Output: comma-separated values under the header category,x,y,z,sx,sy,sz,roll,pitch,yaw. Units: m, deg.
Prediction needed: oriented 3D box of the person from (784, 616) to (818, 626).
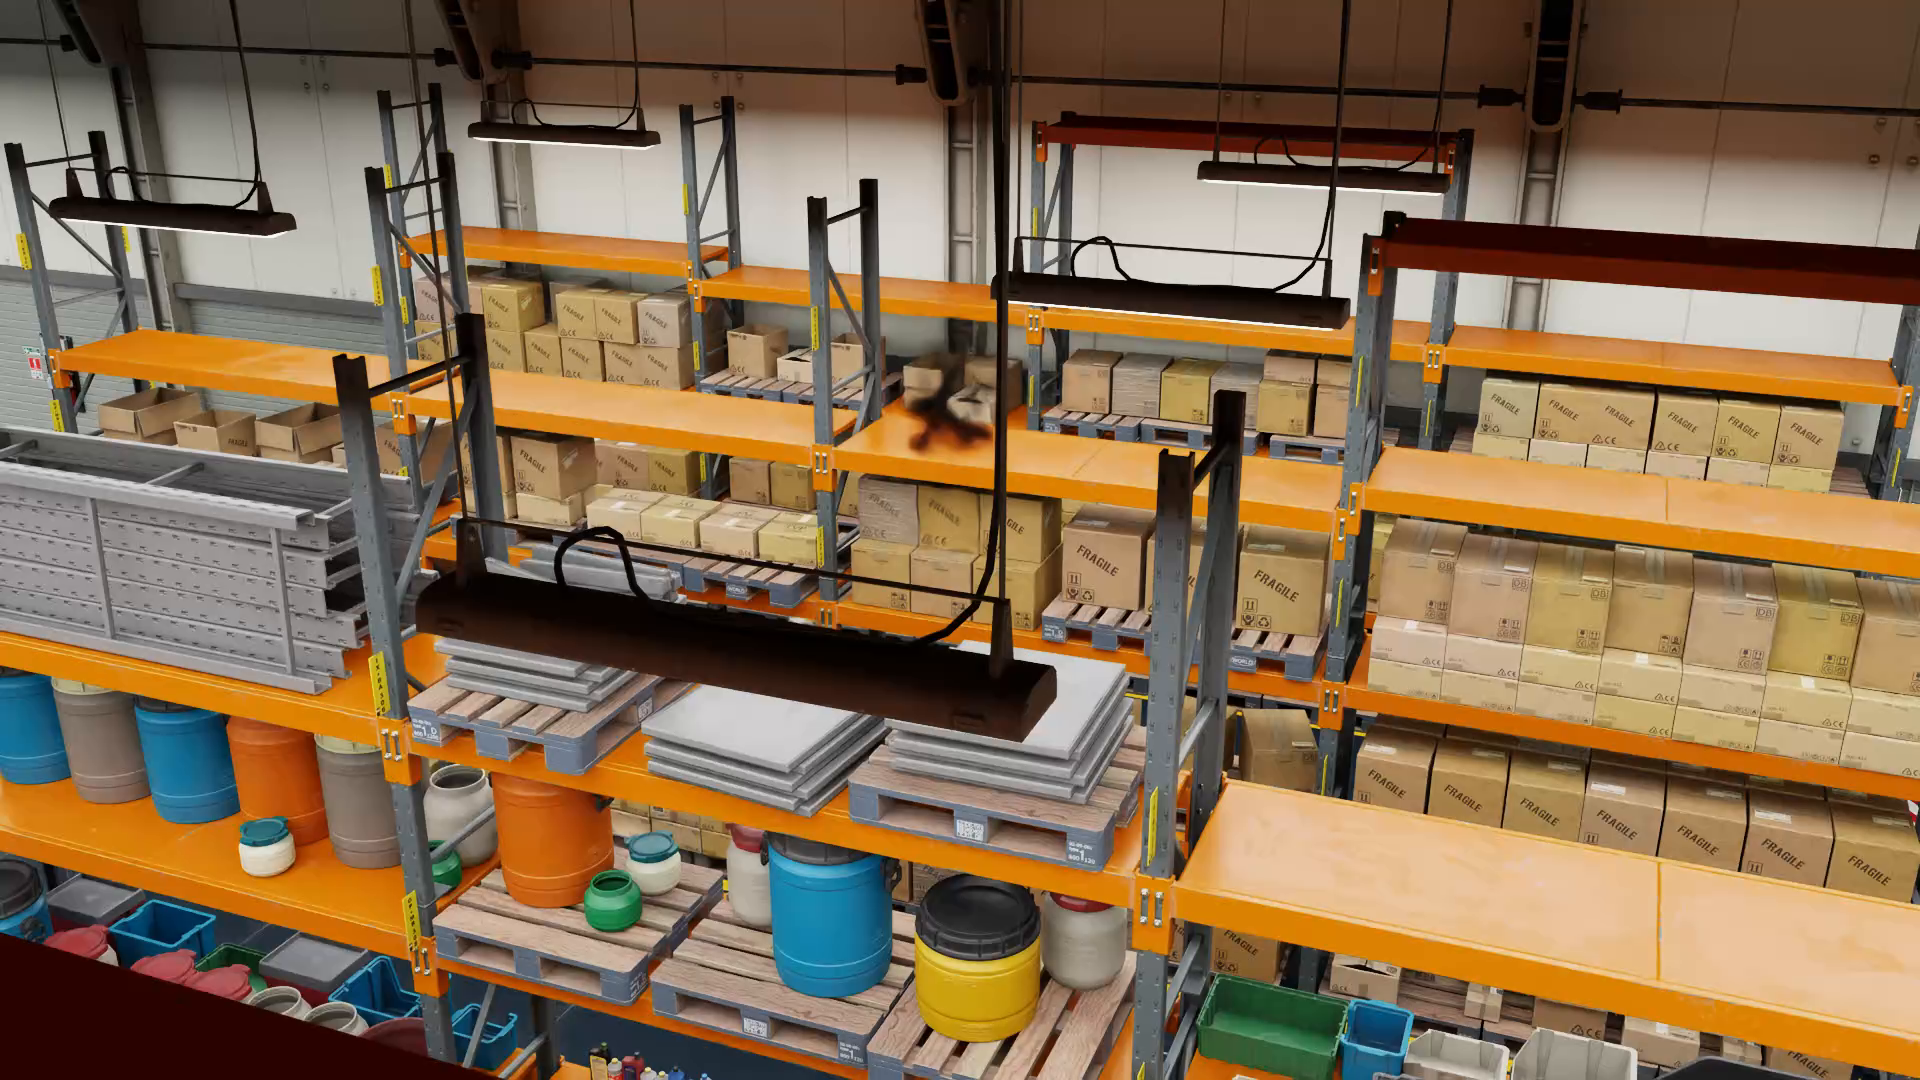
category,x,y,z,sx,sy,sz,roll,pitch,yaw
person,-1.671,1.202,16.869,0.608,1.655,0.593,4,21,11
